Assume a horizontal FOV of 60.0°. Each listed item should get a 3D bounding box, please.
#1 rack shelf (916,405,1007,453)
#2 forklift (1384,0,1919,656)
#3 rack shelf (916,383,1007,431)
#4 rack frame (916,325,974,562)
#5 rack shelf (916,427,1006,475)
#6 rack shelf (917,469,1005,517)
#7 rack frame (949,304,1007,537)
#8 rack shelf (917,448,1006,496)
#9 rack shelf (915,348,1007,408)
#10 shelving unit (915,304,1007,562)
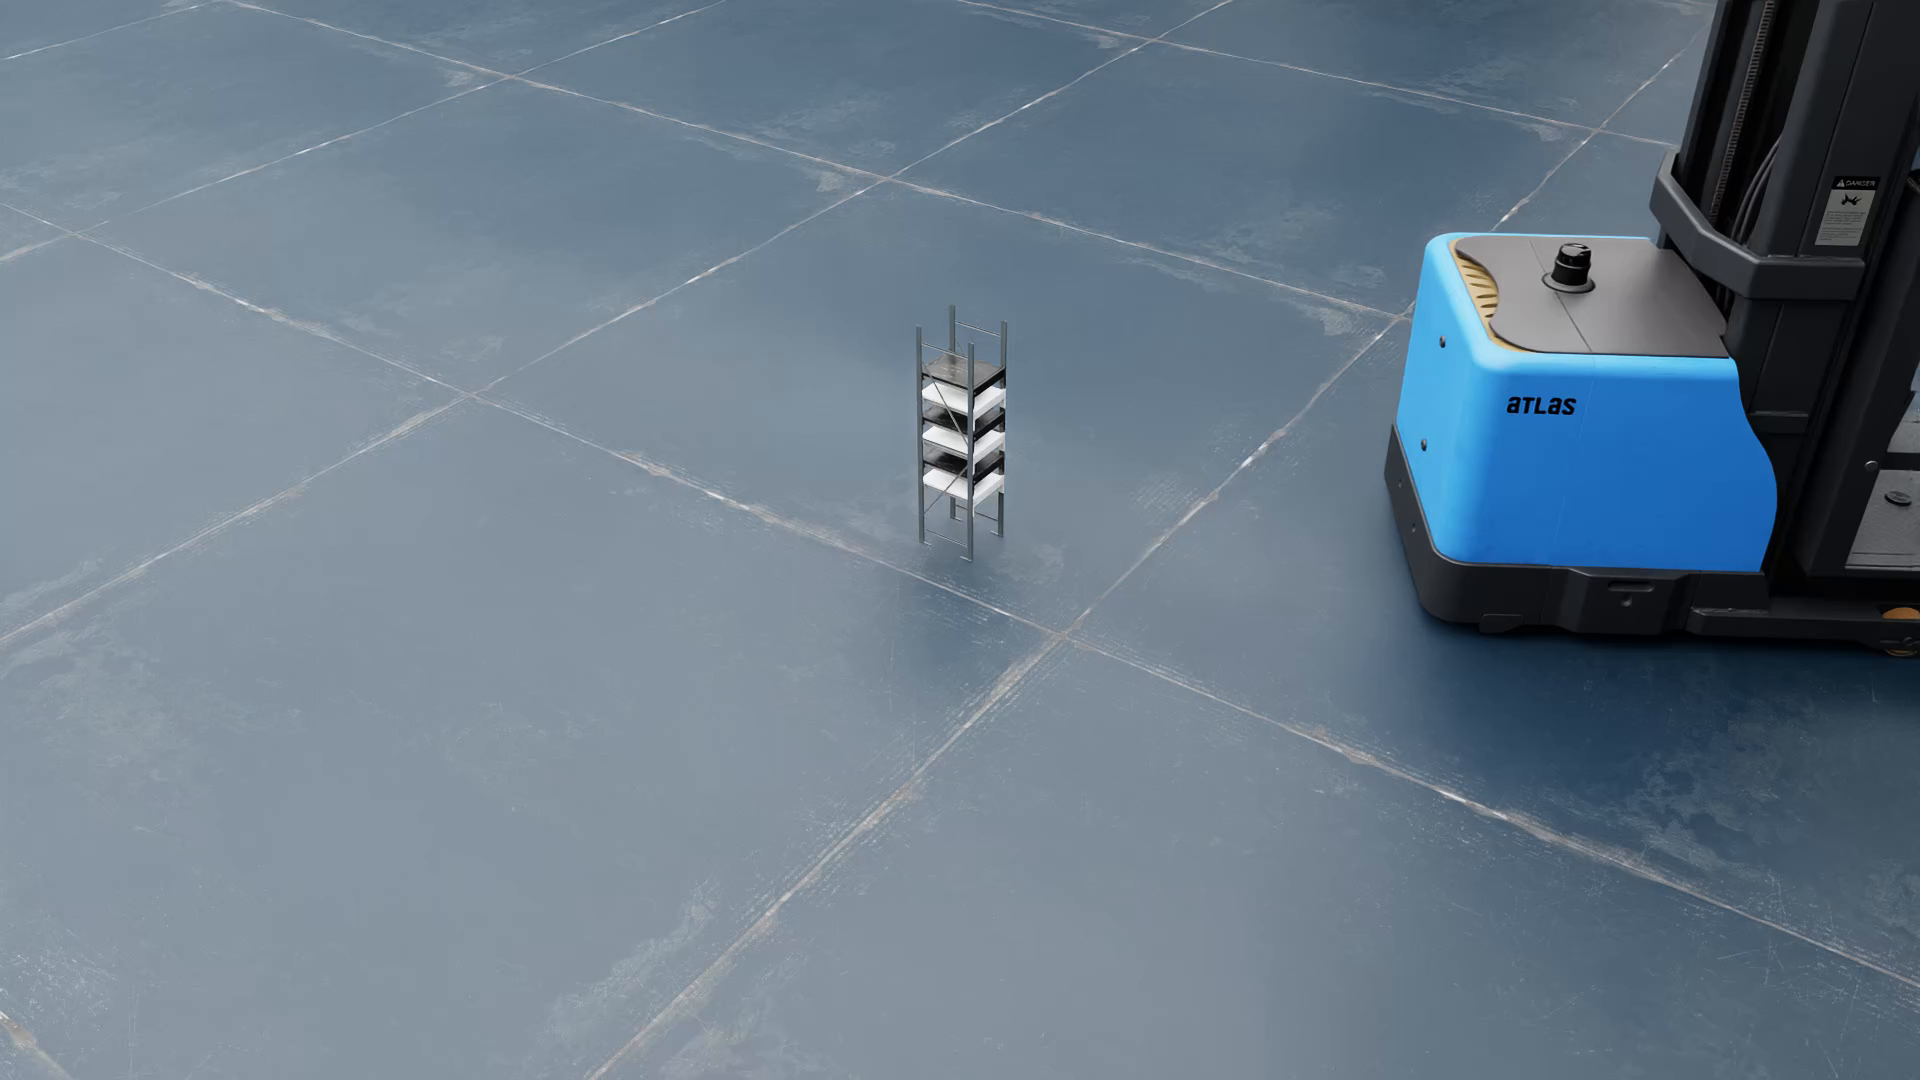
[{"bbox_3d":[0.005,-0.423,5.972,0.258,0.077,0.200,21,39,28],"label":"rack shelf"},{"bbox_3d":[3.143,-1.120,5.290,3.031,2.935,1.130,2,34,3],"label":"forklift"},{"bbox_3d":[0.005,-0.498,5.921,0.258,0.077,0.200,21,39,28],"label":"rack shelf"},{"bbox_3d":[-0.053,-0.330,5.934,0.240,0.900,0.006,21,39,28],"label":"rack frame"},{"bbox_3d":[0.005,-0.349,6.022,0.258,0.077,0.200,21,39,28],"label":"rack shelf"},{"bbox_3d":[0.005,-0.200,6.123,0.258,0.077,0.200,21,39,28],"label":"rack shelf"},{"bbox_3d":[0.063,-0.423,6.073,0.240,0.900,0.006,21,39,28],"label":"rack frame"},{"bbox_3d":[0.005,-0.274,6.073,0.258,0.077,0.200,21,39,28],"label":"rack shelf"},{"bbox_3d":[0.005,-0.573,5.871,0.258,0.077,0.200,21,39,28],"label":"rack shelf"},{"bbox_3d":[0.005,-0.376,6.003,0.258,0.900,0.210,21,39,28],"label":"shelving unit"}]
